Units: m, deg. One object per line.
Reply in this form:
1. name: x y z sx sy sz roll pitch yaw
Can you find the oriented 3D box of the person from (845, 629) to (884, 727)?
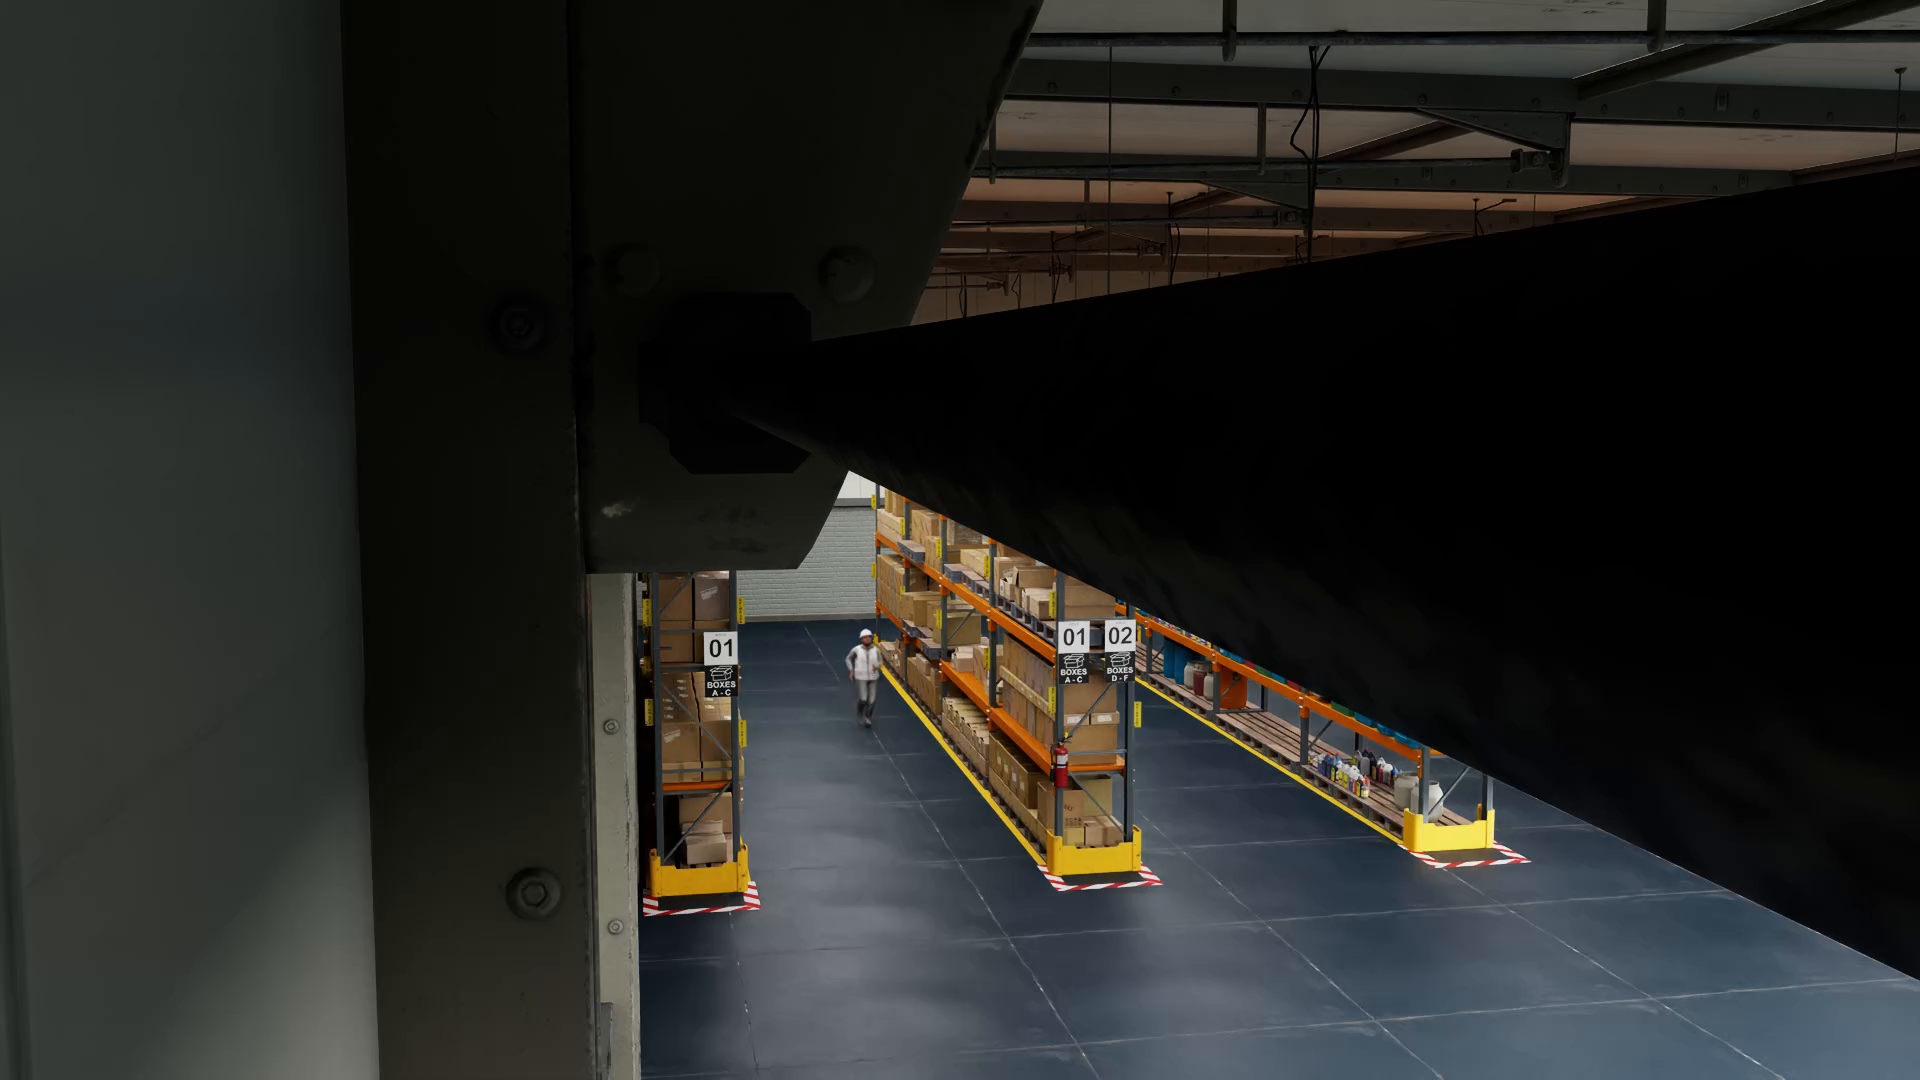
1. person: -1.653 2.442 29.322 0.651 1.729 0.646 -2 6 -15
